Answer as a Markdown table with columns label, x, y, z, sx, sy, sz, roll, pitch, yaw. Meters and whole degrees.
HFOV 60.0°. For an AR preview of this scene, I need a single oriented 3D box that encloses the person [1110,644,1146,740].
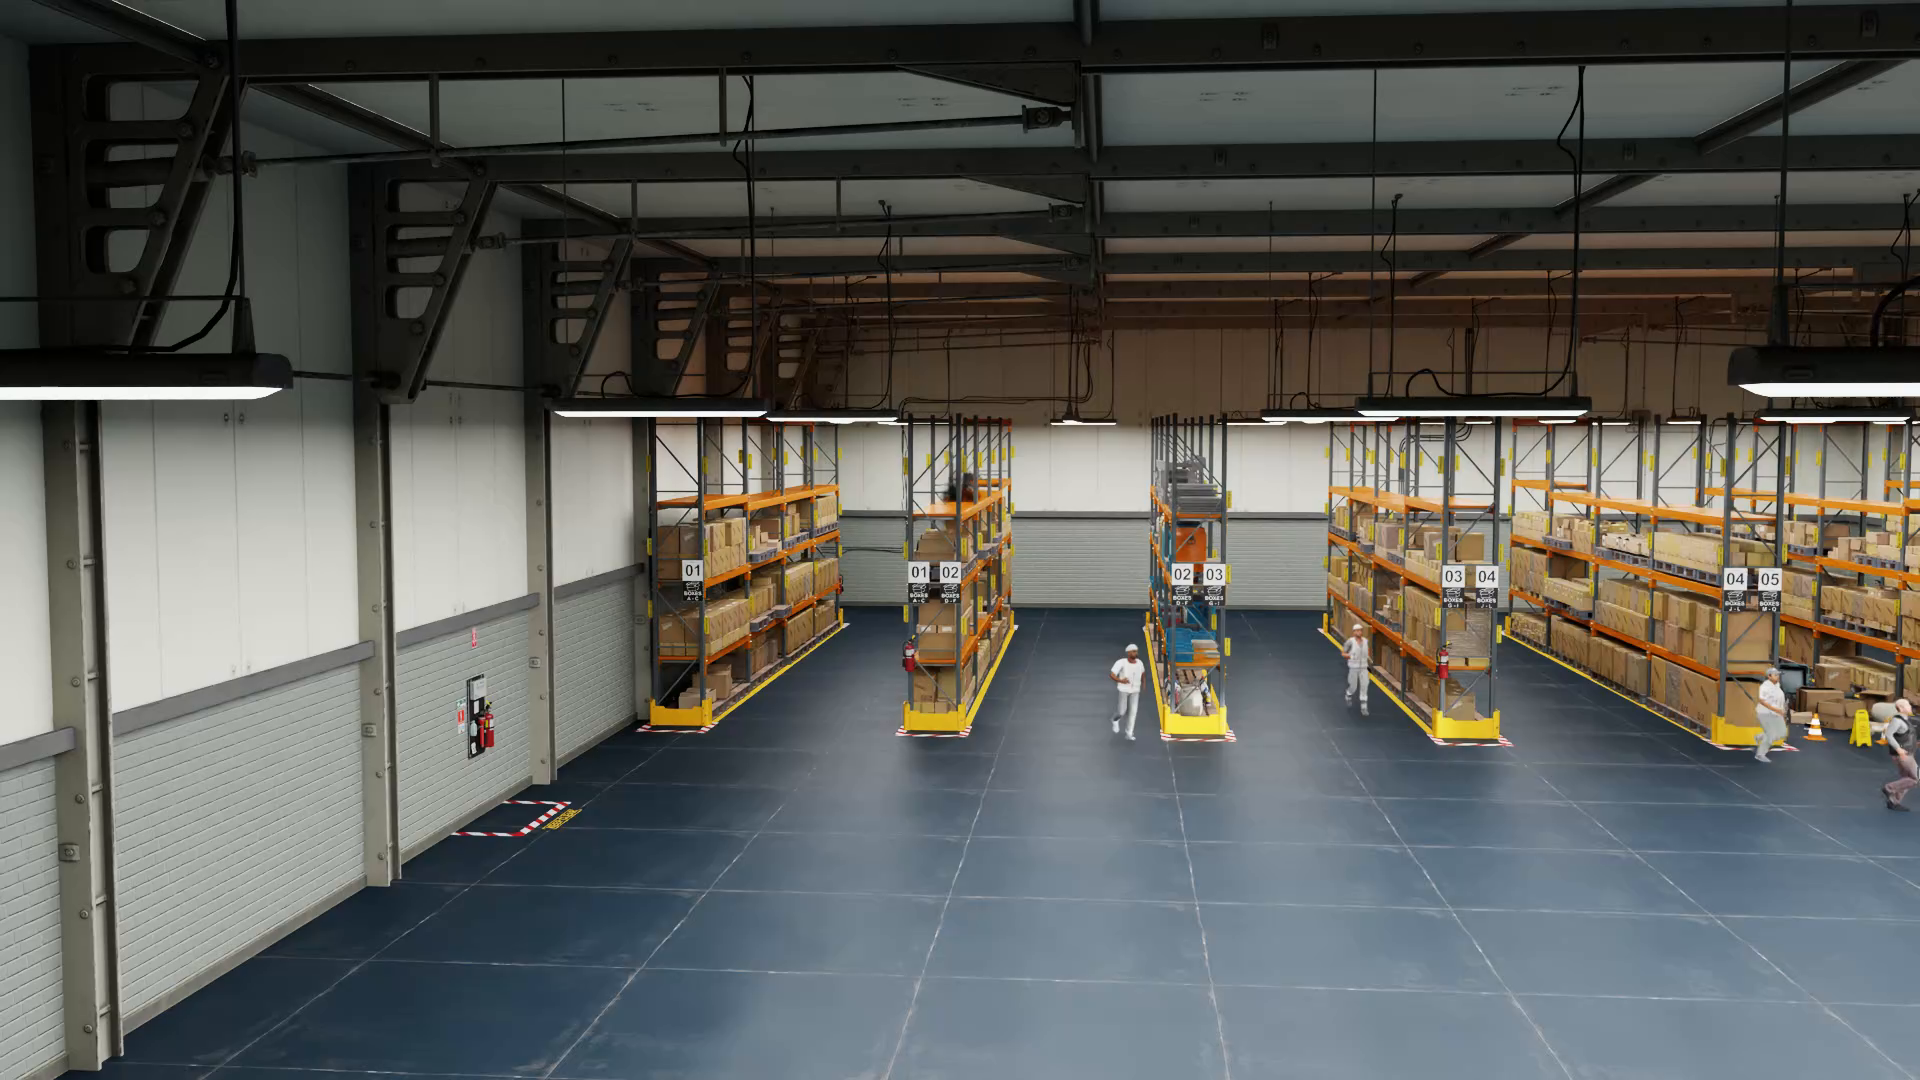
| label | x | y | z | sx | sy | sz | roll | pitch | yaw |
| --- | --- | --- | --- | --- | --- | --- | --- | --- | --- |
| person | 3.136 | 2.793 | 30.674 | 0.761 | 1.731 | 0.902 | -1 | 4 | -14 |

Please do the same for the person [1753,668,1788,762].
| label | x | y | z | sx | sy | sz | roll | pitch | yaw |
| --- | --- | --- | --- | --- | --- | --- | --- | --- | --- |
| person | 13.943 | 2.999 | 28.601 | 0.635 | 1.633 | 0.612 | -3 | 5 | -36 |

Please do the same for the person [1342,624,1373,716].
| label | x | y | z | sx | sy | sz | roll | pitch | yaw |
| --- | --- | --- | --- | --- | --- | --- | --- | --- | --- |
| person | 7.955 | 2.569 | 33.261 | 0.656 | 1.786 | 0.987 | 0 | 4 | -6 |

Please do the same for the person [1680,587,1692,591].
| label | x | y | z | sx | sy | sz | roll | pitch | yaw |
| --- | --- | --- | --- | --- | --- | --- | --- | --- | --- |
| person | 20.665 | 1.693 | 47.060 | 0.992 | 1.712 | 0.726 | 0 | 4 | 6 |

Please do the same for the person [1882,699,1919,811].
| label | x | y | z | sx | sy | sz | roll | pitch | yaw |
| --- | --- | --- | --- | --- | --- | --- | --- | --- | --- |
| person | 14.101 | 3.214 | 24.799 | 0.569 | 1.678 | 0.652 | 3 | 5 | 36 |
